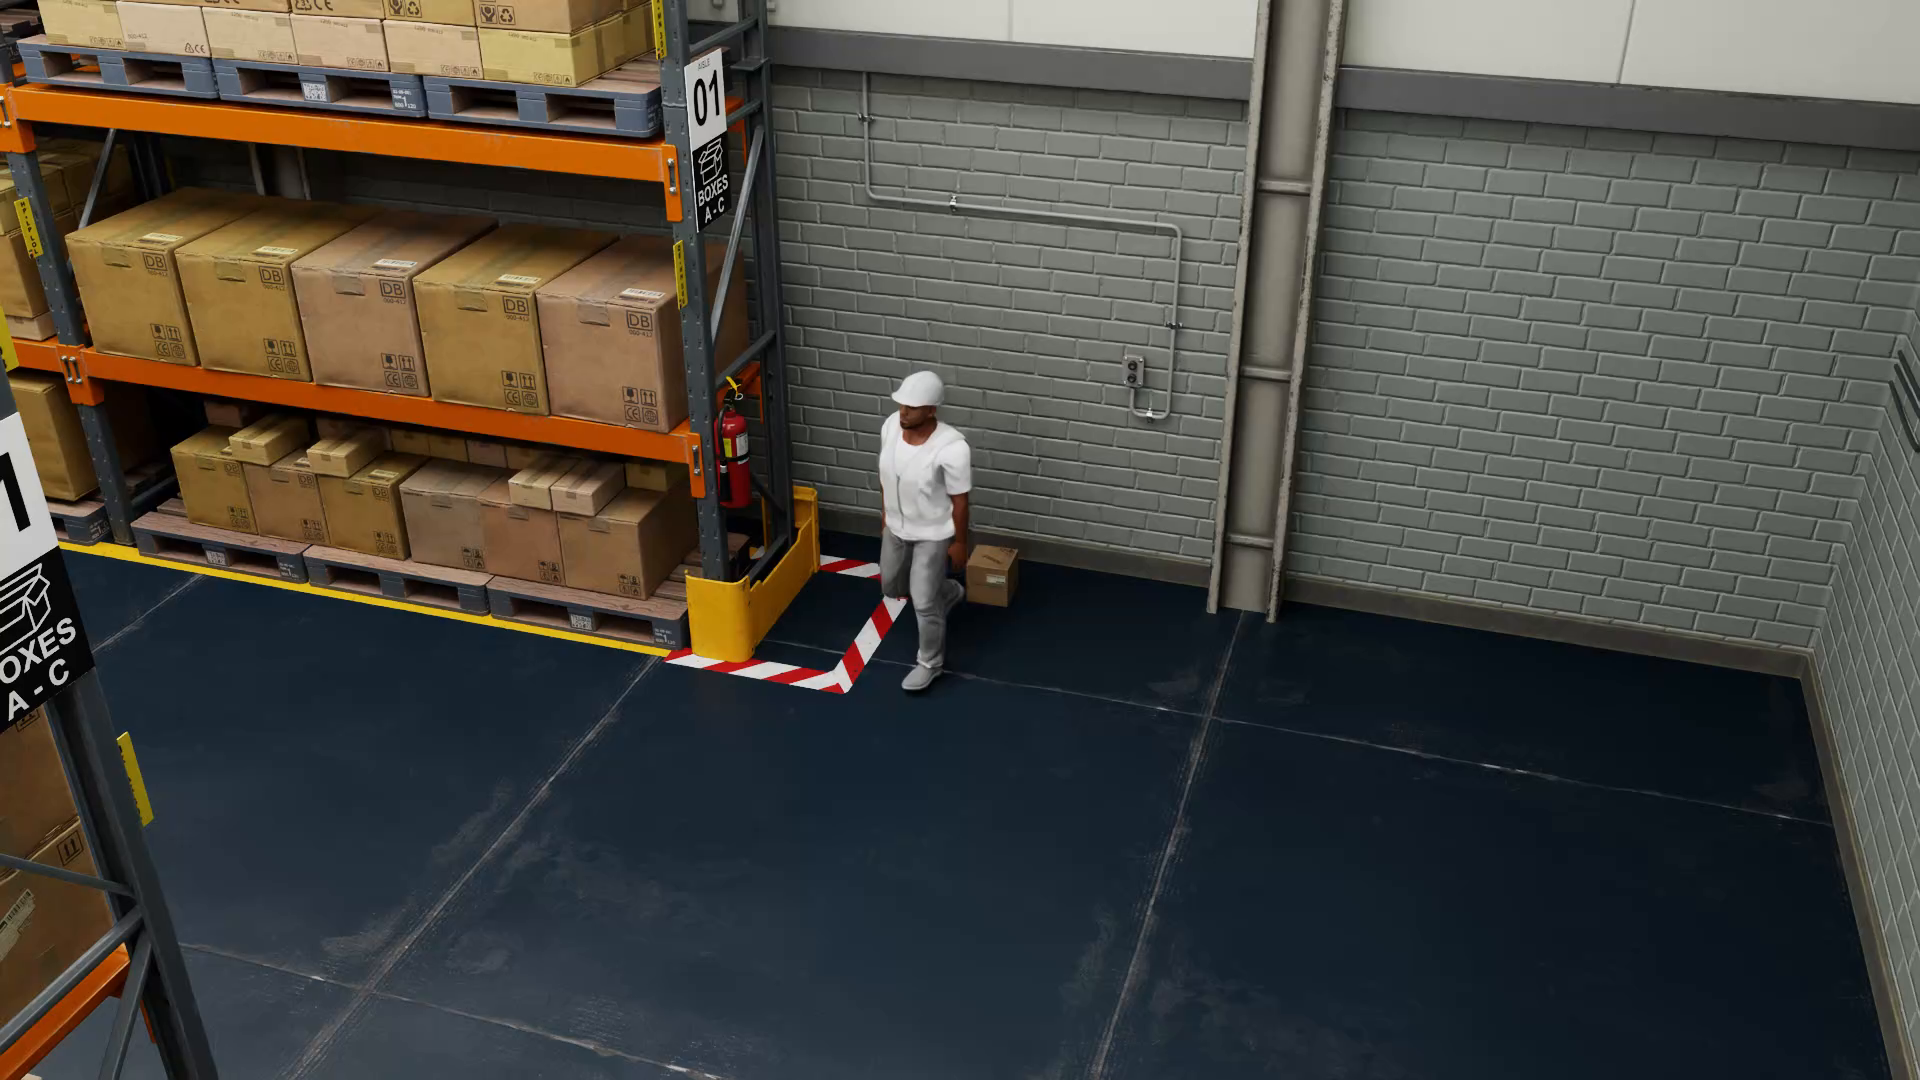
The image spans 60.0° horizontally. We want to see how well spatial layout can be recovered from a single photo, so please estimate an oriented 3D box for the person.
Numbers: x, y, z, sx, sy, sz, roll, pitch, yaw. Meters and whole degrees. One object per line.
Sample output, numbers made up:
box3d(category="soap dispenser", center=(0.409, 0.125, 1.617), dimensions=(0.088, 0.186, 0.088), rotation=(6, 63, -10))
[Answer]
box3d(category="person", center=(-0.145, -0.103, 8.645), dimensions=(0.582, 1.751, 0.680), rotation=(23, 36, 35))
